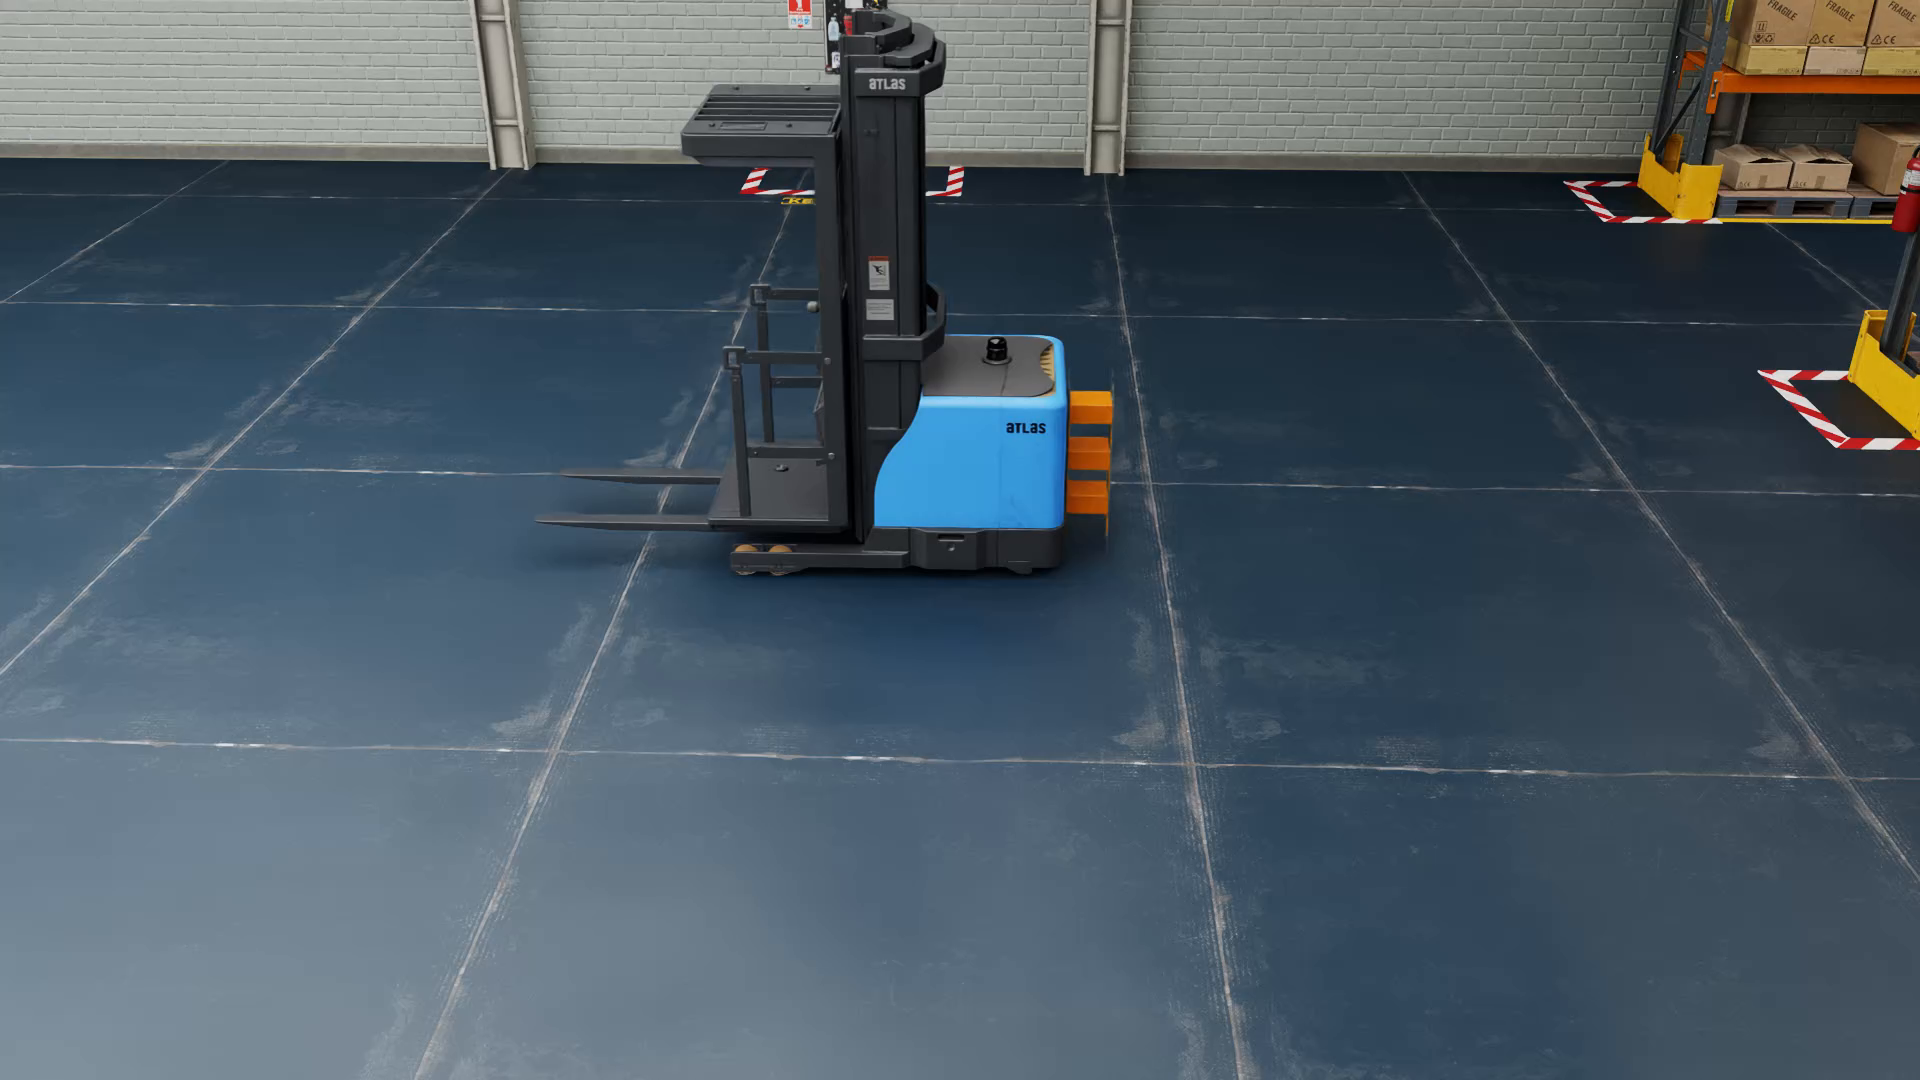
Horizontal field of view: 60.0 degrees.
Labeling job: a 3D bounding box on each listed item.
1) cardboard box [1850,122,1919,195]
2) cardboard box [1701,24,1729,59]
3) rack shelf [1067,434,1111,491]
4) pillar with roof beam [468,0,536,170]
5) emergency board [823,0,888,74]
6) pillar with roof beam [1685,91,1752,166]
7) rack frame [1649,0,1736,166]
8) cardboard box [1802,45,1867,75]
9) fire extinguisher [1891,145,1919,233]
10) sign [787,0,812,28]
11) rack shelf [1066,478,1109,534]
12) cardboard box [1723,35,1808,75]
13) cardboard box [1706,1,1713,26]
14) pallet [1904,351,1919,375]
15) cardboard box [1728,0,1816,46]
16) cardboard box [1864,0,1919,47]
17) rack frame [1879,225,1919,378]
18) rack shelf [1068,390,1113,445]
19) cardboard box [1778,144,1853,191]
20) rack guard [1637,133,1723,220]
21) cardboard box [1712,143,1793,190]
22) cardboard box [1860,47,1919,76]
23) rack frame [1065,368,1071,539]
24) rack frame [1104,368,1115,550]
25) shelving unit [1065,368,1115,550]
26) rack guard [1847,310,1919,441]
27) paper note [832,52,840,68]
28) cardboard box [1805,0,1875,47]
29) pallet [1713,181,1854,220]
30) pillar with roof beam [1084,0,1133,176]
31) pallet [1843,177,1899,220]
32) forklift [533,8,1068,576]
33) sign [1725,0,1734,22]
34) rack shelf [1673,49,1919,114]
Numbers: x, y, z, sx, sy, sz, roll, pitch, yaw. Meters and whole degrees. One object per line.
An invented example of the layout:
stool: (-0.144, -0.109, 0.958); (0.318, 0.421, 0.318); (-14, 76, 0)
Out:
cardboard box: (8.705, -3.542, 15.429); (0.500, 0.500, 0.700); (-1, 28, -1)
cardboard box: (7.190, -4.576, 15.319); (0.500, 0.250, 0.500); (1, 28, 3)
rack shelf: (0.731, -0.444, 9.489); (0.240, 0.259, 0.215); (1, 28, 2)
pillar with roof beam: (-4.698, -5.778, 11.042); (0.400, 9.000, 9.100); (1, 28, 2)
emergency board: (-1.018, -5.102, 16.172); (0.643, 1.169, 0.194); (1, 28, 2)
pillar with roof beam: (7.294, -5.580, 10.668); (0.400, 9.000, 9.100); (1, 28, 2)
rack frame: (6.716, -4.551, 15.132); (0.127, 3.000, 1.000); (1, 28, 2)
cardboard box: (7.712, -4.335, 14.863); (0.500, 0.250, 0.500); (0, 28, 0)
fire extinguisher: (6.443, -2.417, 11.190); (0.183, 0.674, 0.296); (1, 28, 2)
sign: (-1.567, -5.175, 16.272); (0.234, 0.329, 0.001); (1, 28, 2)
rack shelf: (0.731, -0.198, 9.619); (0.240, 0.259, 0.215); (1, 28, 2)
cardboard box: (7.192, -4.337, 14.867); (0.500, 0.250, 0.500); (0, 28, 0)
cardboard box: (7.195, -4.916, 15.160); (0.500, 0.500, 0.500); (1, 28, 1)
pallet: (7.311, -1.007, 11.424); (1.213, 0.211, 1.003); (1, 28, 2)
cardboard box: (7.182, -4.676, 14.706); (0.500, 0.500, 0.500); (1, 28, 2)
cardboard box: (8.192, -4.652, 14.661); (0.500, 0.500, 0.500); (0, 28, 0)
rack frame: (6.545, -2.232, 10.758); (0.127, 3.000, 1.000); (1, 28, 2)
rack shelf: (0.731, -0.694, 9.356); (0.240, 0.259, 0.215); (1, 28, 2)
cardboard box: (7.974, -3.494, 15.540); (0.500, 0.311, 0.500); (3, 28, 6)
rack guard: (6.792, -3.445, 15.715); (0.348, 0.500, 1.175); (1, 28, 2)
cardboard box: (7.404, -3.504, 15.558); (0.500, 0.311, 0.500); (-2, 28, -4)
cardboard box: (8.221, -4.323, 14.842); (0.500, 0.250, 0.500); (1, 28, 1)
rack frame: (0.609, -0.455, 9.487); (0.008, 1.050, 0.200); (1, 28, 2)
rack frame: (0.853, -0.451, 9.480); (0.008, 1.050, 0.200); (1, 28, 2)
shelving unit: (0.731, -0.453, 9.484); (0.252, 1.050, 0.215); (1, 28, 2)
rack guard: (6.521, -1.128, 11.344); (0.348, 0.500, 1.175); (1, 28, 2)
paper note: (-1.193, -4.748, 16.445); (0.142, 0.148, 0.016); (1, 28, 2)
cardboard box: (7.676, -4.663, 14.682); (0.500, 0.500, 0.500); (1, 28, 2)
pallet: (7.603, -3.287, 15.726); (1.213, 0.211, 1.003); (1, 28, 2)
pillar with roof beam: (1.298, -5.679, 10.855); (0.400, 9.000, 9.100); (1, 28, 2)
pallet: (8.819, -3.266, 15.686); (1.213, 0.211, 1.003); (1, 28, 2)
forklift: (-0.910, -1.341, 9.151); (3.031, 2.935, 1.130); (1, 28, 2)
sign: (6.697, -4.679, 14.450); (0.005, 0.325, 0.100); (1, 28, 2)
rack shelf: (8.715, -4.200, 15.238); (4.000, 0.370, 1.077); (1, 28, 2)
